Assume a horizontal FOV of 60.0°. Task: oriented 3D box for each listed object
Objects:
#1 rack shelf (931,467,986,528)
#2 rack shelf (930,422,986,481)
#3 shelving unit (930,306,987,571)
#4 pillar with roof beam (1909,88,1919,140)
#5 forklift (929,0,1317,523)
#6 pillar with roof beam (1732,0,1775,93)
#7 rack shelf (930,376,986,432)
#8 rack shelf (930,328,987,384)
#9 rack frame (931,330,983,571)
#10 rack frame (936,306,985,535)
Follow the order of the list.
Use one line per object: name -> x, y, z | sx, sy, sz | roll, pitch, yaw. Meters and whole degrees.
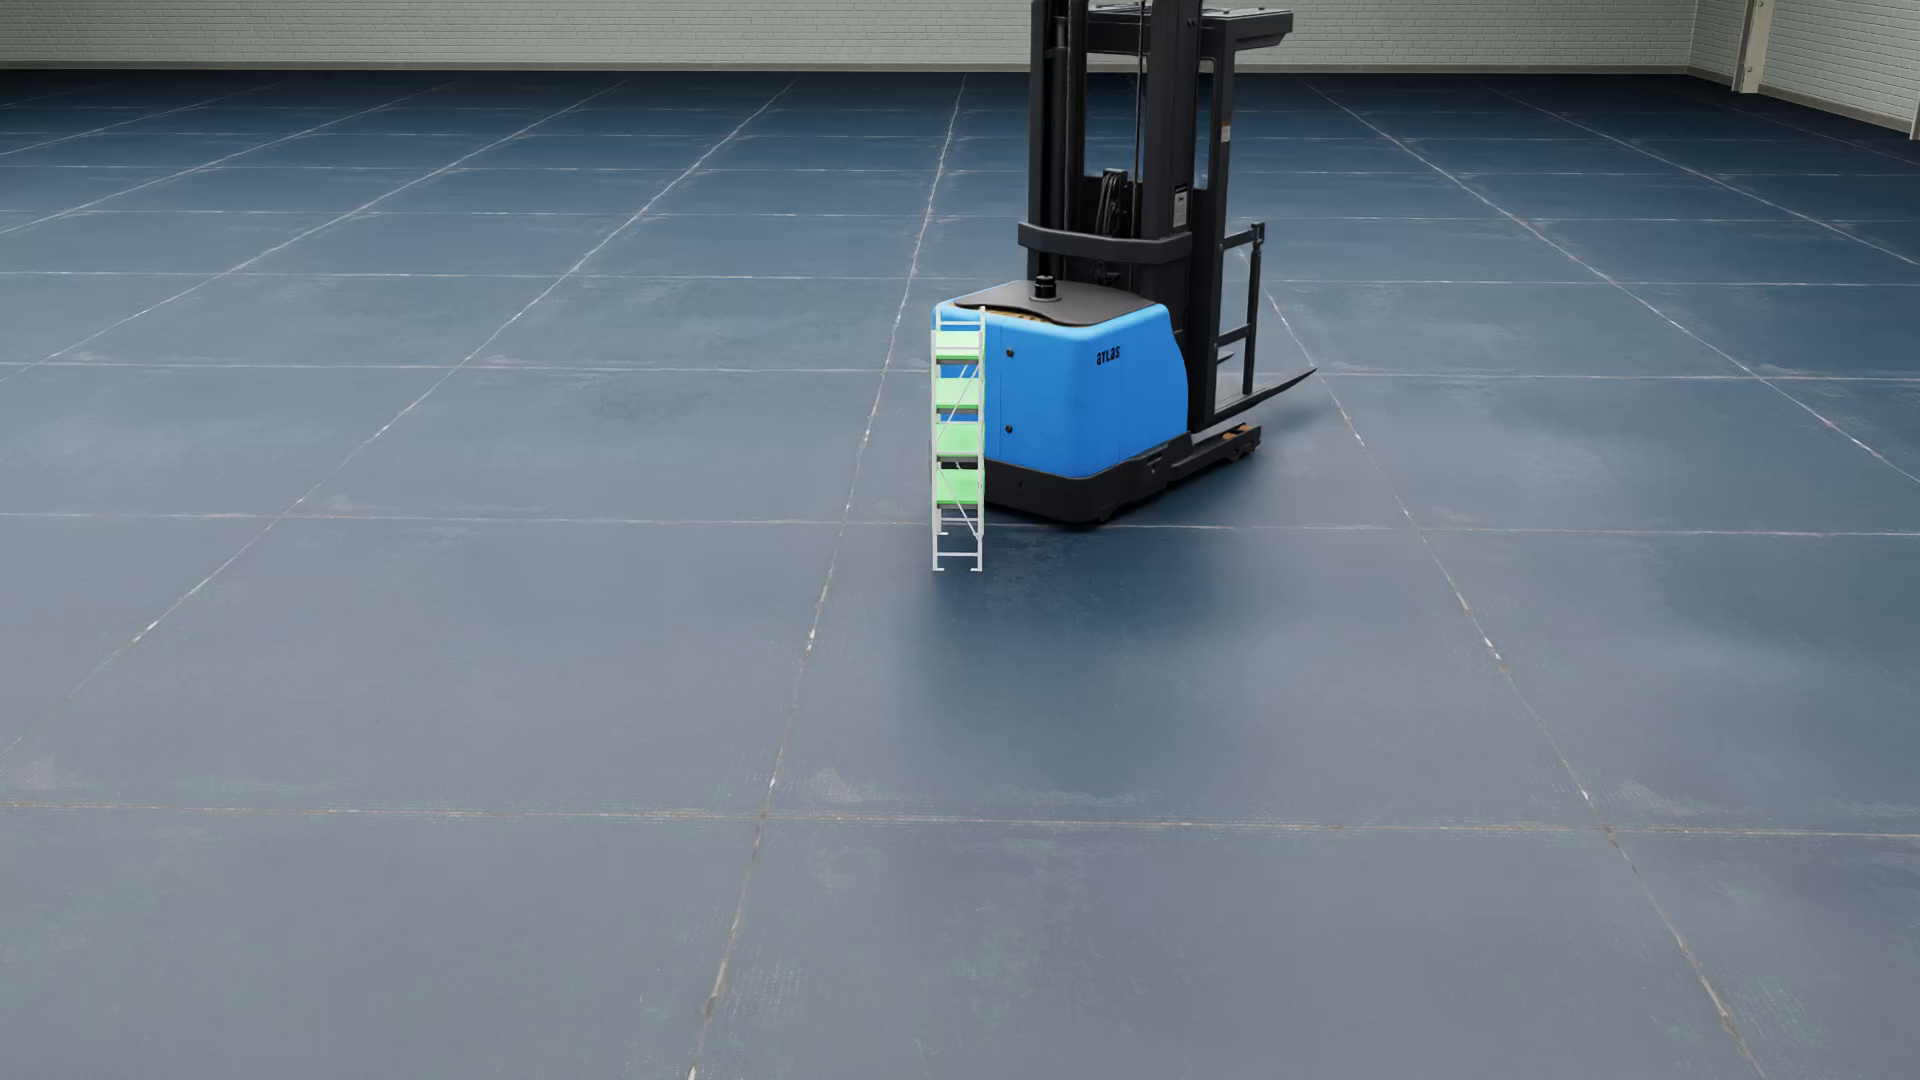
rack shelf -> -0.005, -0.216, 8.268 | 0.258, 0.148, 0.480 | 1, 21, 2
rack shelf -> -0.005, -0.440, 8.181 | 0.258, 0.148, 0.480 | 1, 21, 2
shelving unit -> -0.005, -0.500, 8.158 | 0.258, 1.200, 0.503 | 1, 21, 2
pillar with roof beam -> 8.717, -9.611, 20.859 | 9.100, 9.000, 0.400 | 1, 21, 2
forklift -> 1.131, -1.921, 9.429 | 1.130, 2.935, 3.031 | 16, 26, 35
pillar with roof beam -> 8.900, -11.780, 26.450 | 9.100, 9.000, 0.400 | 1, 21, 2
rack shelf -> -0.005, -0.664, 8.094 | 0.258, 0.148, 0.480 | 1, 21, 2
rack shelf -> -0.005, -0.887, 8.007 | 0.258, 0.148, 0.480 | 1, 21, 2
rack frame -> -0.012, -0.411, 7.930 | 0.240, 1.200, 0.015 | 1, 21, 2
rack frame -> 0.002, -0.588, 8.385 | 0.240, 1.200, 0.015 | 1, 21, 2
